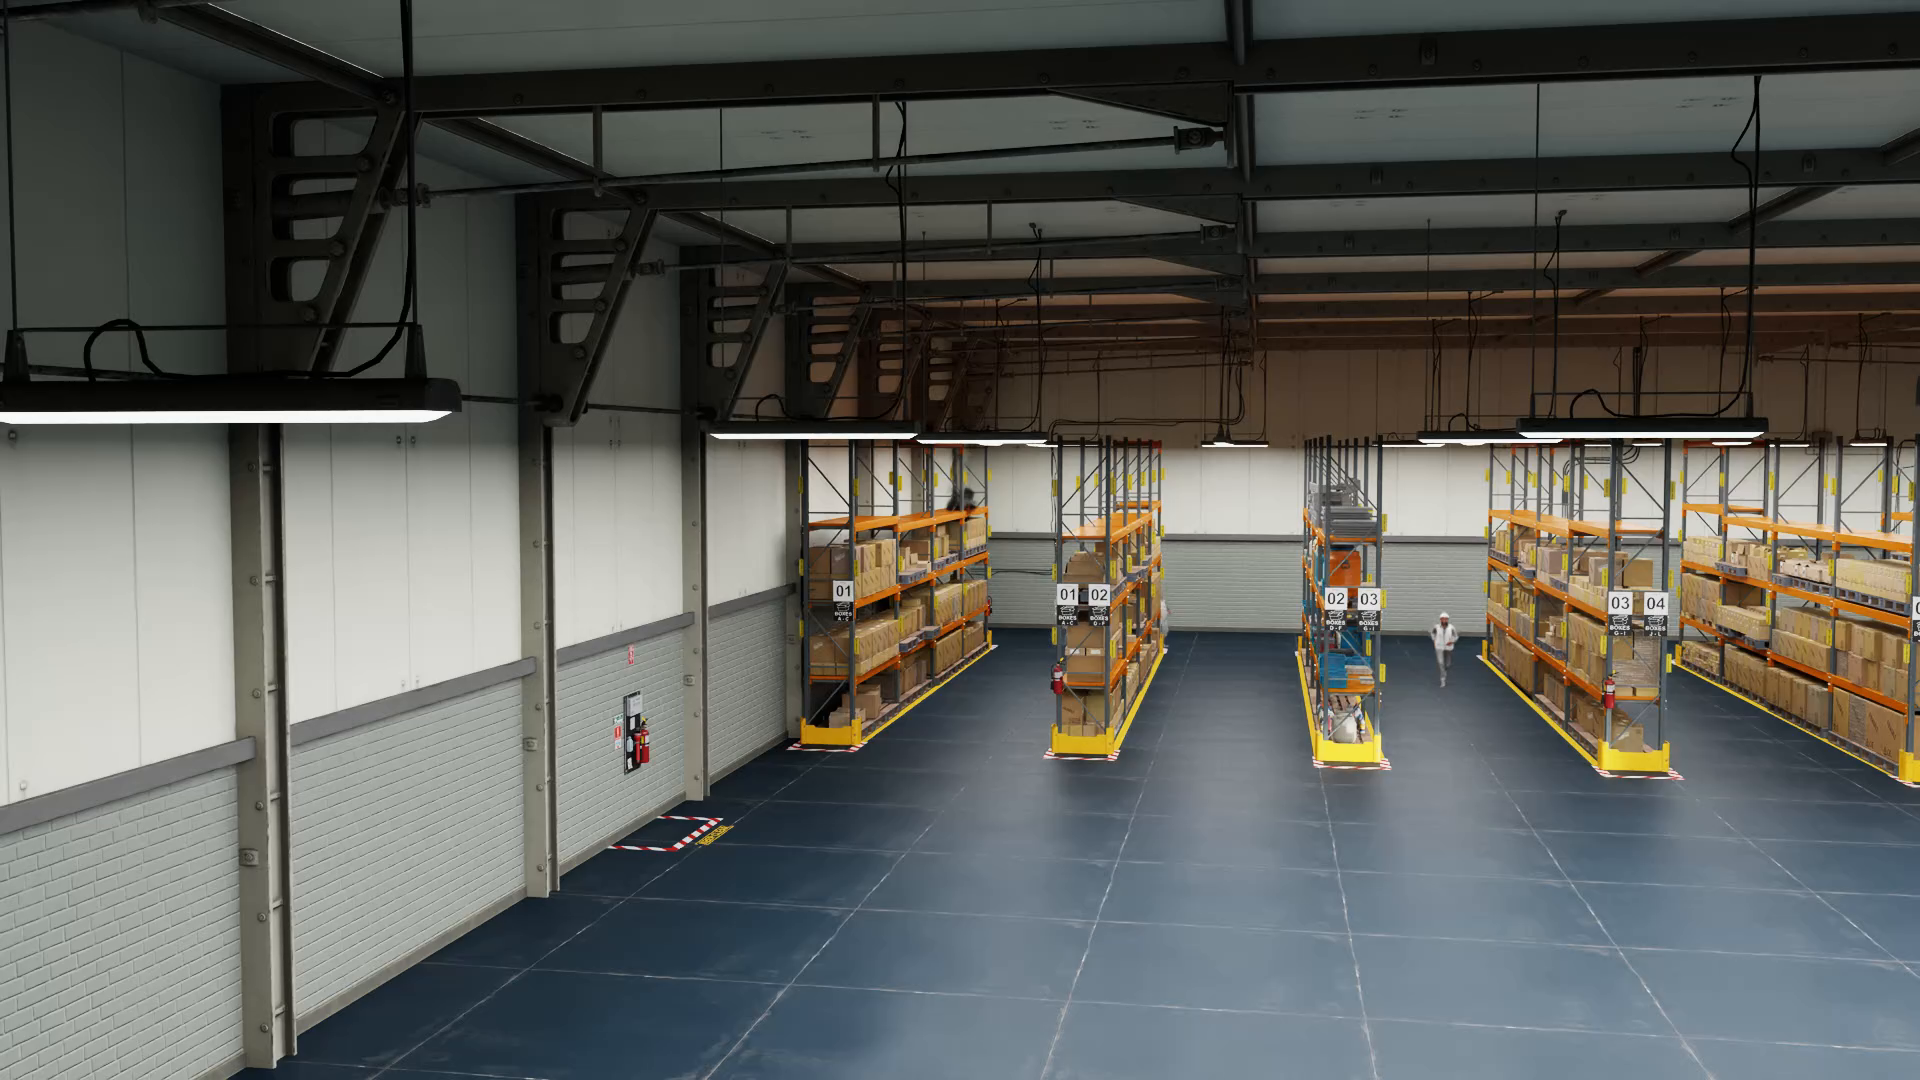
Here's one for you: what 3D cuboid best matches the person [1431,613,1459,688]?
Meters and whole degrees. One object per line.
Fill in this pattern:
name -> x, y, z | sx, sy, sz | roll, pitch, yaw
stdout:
person -> 11.816, 2.661, 40.537 | 0.627, 1.776, 1.125 | 0, 3, 7

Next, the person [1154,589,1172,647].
person -> 5.798, 2.262, 48.123 | 0.601, 1.720, 0.680 | 2, 4, 32
